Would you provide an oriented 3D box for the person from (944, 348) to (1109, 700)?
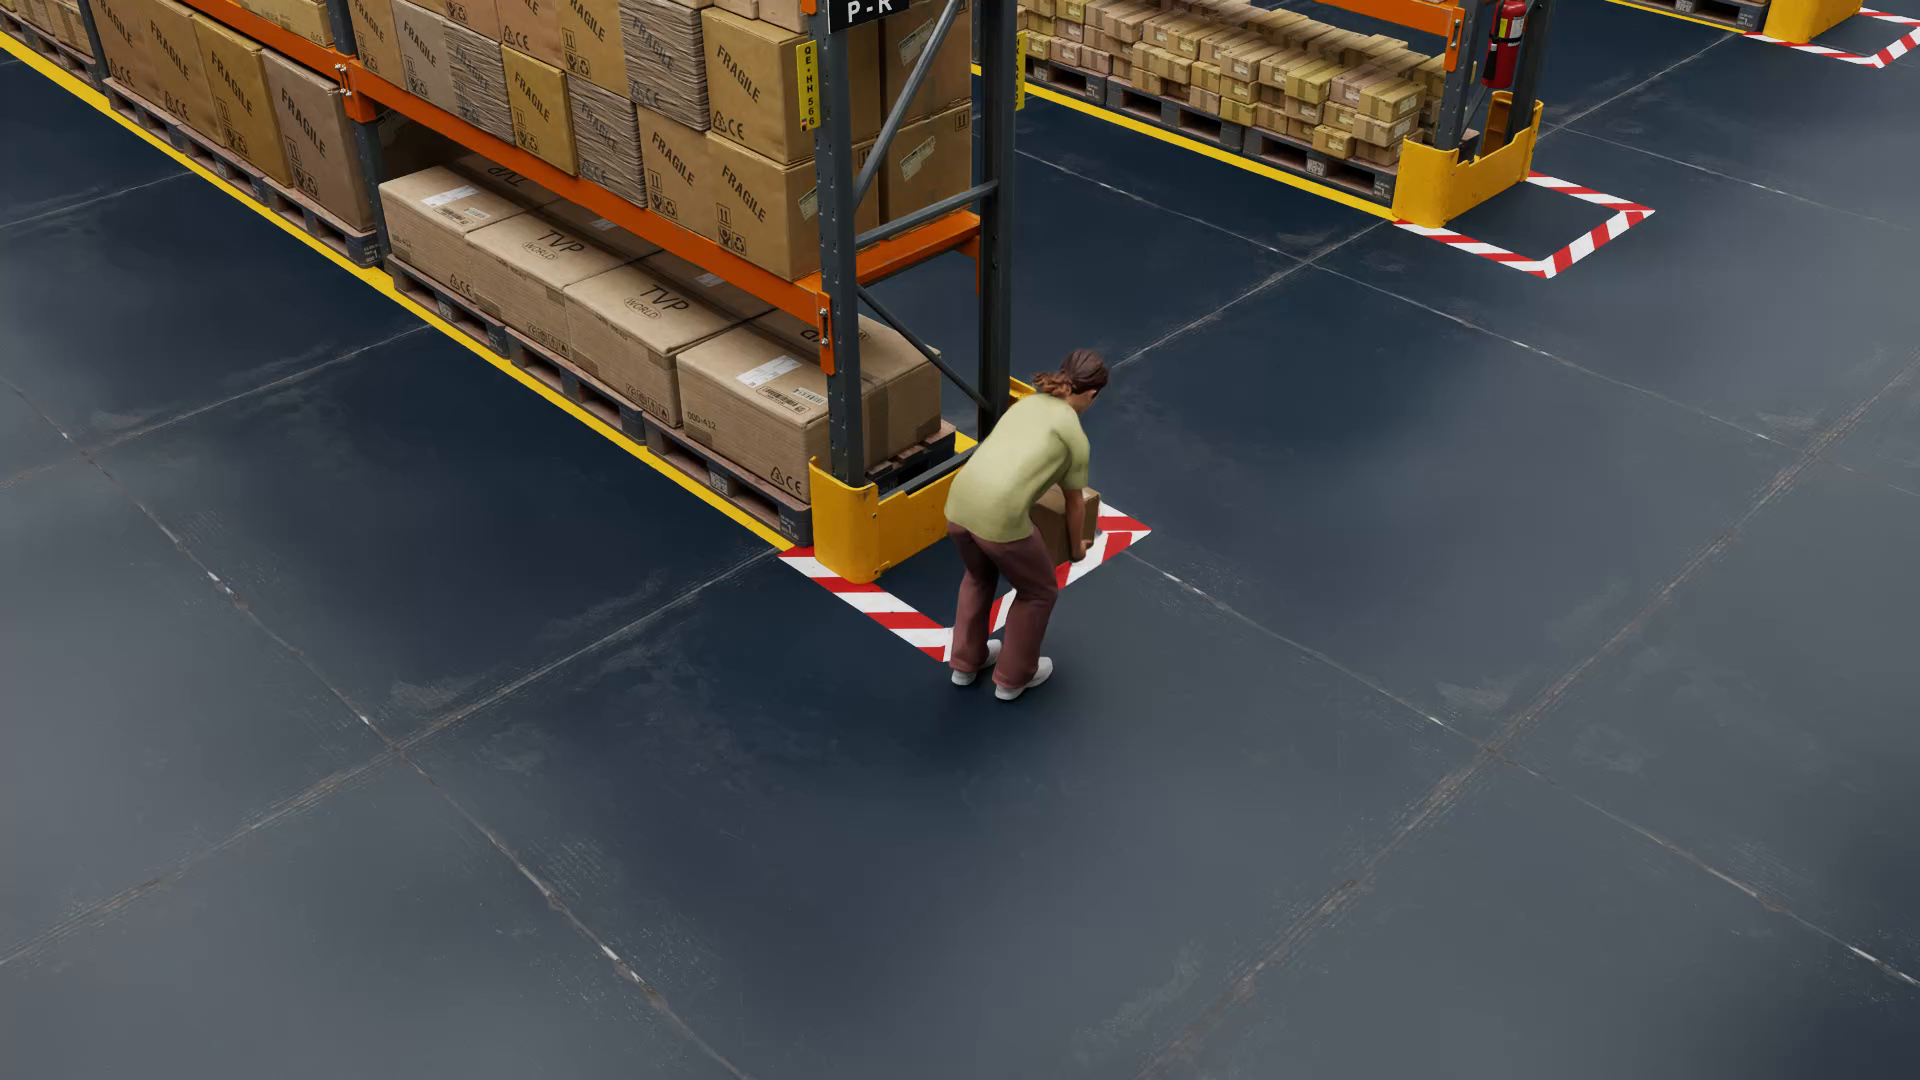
[{"bbox_3d":[0.282,-0.051,6.536,0.402,1.310,0.813,27,43,32],"label":"person"}]
